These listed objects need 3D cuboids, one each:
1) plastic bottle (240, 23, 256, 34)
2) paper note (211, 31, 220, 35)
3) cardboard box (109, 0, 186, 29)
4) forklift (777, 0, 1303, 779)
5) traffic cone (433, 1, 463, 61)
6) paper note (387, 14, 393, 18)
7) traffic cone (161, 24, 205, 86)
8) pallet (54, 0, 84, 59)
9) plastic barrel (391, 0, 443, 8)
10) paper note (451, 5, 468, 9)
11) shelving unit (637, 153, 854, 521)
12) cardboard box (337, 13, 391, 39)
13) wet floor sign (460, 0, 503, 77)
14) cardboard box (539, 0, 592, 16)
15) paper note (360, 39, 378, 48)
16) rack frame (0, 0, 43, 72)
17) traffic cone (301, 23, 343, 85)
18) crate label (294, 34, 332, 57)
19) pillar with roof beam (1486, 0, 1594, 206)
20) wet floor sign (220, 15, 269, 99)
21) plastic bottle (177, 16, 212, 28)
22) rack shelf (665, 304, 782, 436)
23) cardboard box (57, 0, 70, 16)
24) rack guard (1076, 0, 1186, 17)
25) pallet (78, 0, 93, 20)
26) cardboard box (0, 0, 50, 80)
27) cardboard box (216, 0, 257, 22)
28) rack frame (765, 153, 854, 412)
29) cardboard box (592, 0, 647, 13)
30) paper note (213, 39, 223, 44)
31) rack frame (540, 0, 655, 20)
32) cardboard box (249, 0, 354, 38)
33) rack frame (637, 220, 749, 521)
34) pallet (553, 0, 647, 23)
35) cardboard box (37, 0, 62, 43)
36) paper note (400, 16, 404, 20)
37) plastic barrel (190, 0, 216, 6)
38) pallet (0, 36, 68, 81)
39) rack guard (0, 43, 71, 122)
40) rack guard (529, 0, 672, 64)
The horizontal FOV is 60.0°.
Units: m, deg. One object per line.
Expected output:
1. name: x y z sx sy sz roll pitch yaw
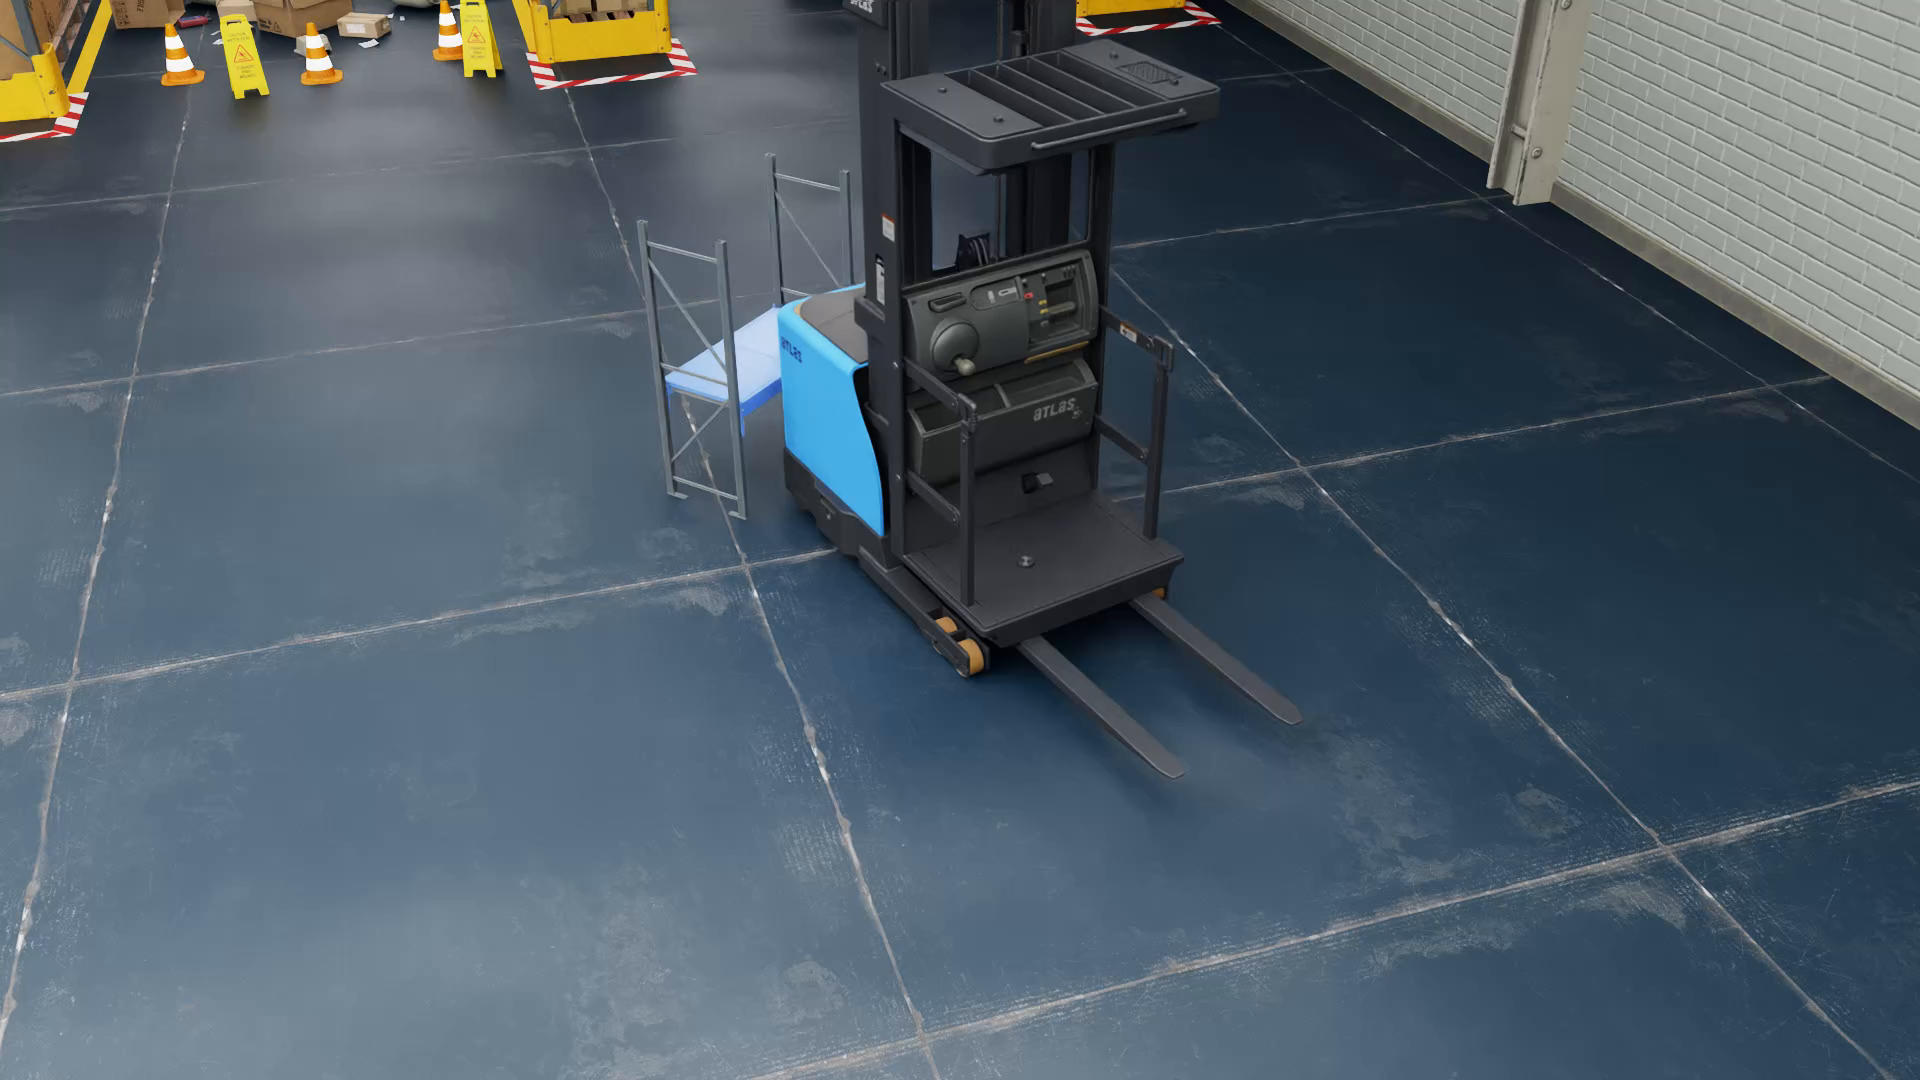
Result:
1. plastic bottle: -6.617 -4.727 15.348 0.133 0.061 0.283 -23 40 -31
2. paper note: -6.849 -4.669 15.306 0.032 0.001 0.123 7 34 10
3. cardboard box: -7.600 -5.093 15.501 0.500 0.500 0.500 -4 34 -6
4. forklift: 0.308 -0.916 6.978 1.130 2.935 3.031 -19 38 -26
5. traffic cone: -4.507 -4.513 14.660 0.336 0.463 0.334 -10 35 -15
6. paper note: -5.447 -4.952 15.726 0.148 0.019 0.142 1 33 2
7. traffic cone: -6.640 -4.136 14.090 0.336 0.463 0.334 -10 35 -15
8. pallet: -8.517 -4.559 14.959 1.003 0.211 1.213 -10 35 -15
9. plastic barrel: -5.219 -5.317 15.913 0.512 0.421 0.421 13 36 18
10. paper note: -4.811 -5.136 15.995 0.142 0.019 0.148 -23 40 -31
11. shelving unit: -1.033 -1.042 8.467 0.538 1.500 1.048 18 37 25
12. cardboard box: -5.470 -4.721 15.260 0.380 0.149 0.250 7 34 10
13. wet floor sign: -4.108 -4.300 14.173 0.267 0.644 0.232 1 33 2
14. cardboard box: -3.657 -4.982 15.182 0.500 0.250 0.500 -10 35 -15
15. paper note: -5.331 -4.485 15.010 0.148 0.019 0.142 -23 40 -31
16. rack frame: -7.830 -4.677 12.607 1.000 3.000 0.127 -10 35 -15
17. traffic cone: -5.460 -4.148 14.107 0.336 0.463 0.334 -10 35 -15
18. crate label: -5.759 -4.414 14.806 0.298 0.136 0.250 27 42 34
19. pillar with roof beam: -0.045 -5.545 8.479 9.100 9.000 0.400 -10 35 -15
20. wet floor sign: -5.936 -4.012 13.737 0.267 0.644 0.232 -16 37 -23
21. plastic bottle: -7.146 -4.845 15.527 0.283 0.061 0.133 -23 40 -31
22. rack shelf: -1.033 -0.892 8.566 0.538 0.185 1.000 18 37 25
23. cardboard box: -8.647 -5.251 15.022 0.875 0.875 0.875 -10 35 -14
24. rack guard: 1.586 -5.344 15.883 1.175 0.500 0.348 -10 35 -15
25. pallet: -8.893 -5.201 15.930 1.003 0.211 1.213 -10 35 -15
26. cardboard box: -8.100 -4.311 13.599 0.875 0.875 0.875 -10 35 -14
27. cardboard box: -6.772 -5.044 15.642 0.396 0.266 0.258 -4 34 -6
28. rack frame: -0.775 -1.284 8.833 0.500 1.500 0.032 18 37 25
29. cardboard box: -3.130 -5.060 15.300 0.500 0.250 0.500 -10 35 -15
30. paper note: -6.679 -4.524 15.071 0.144 0.017 0.142 1 33 2
31. rack frame: -3.147 -5.562 13.947 1.000 3.000 0.127 -10 35 -15
32. cardboard box: -6.094 -5.017 15.386 0.637 0.503 0.797 19 38 26
33. rack frame: -1.290 -0.801 8.101 0.500 1.500 0.032 18 37 25
34. pallet: -3.384 -4.871 15.430 1.003 0.211 1.213 -10 35 -15
35. cardboard box: -8.371 -4.772 14.297 0.875 0.875 0.875 -11 35 -15
36. paper note: -5.266 -4.925 15.694 0.032 0.001 0.123 -10 35 -15
37. plastic barrel: -7.244 -5.364 15.984 0.512 0.421 0.421 13 36 18
38. pallet: -8.149 -3.920 13.991 1.003 0.211 1.213 -10 35 -15
39. rack guard: -7.823 -3.621 13.277 1.175 0.500 0.348 -10 35 -15
40. rack guard: -3.170 -4.559 14.696 1.175 0.500 0.348 -10 35 -15
